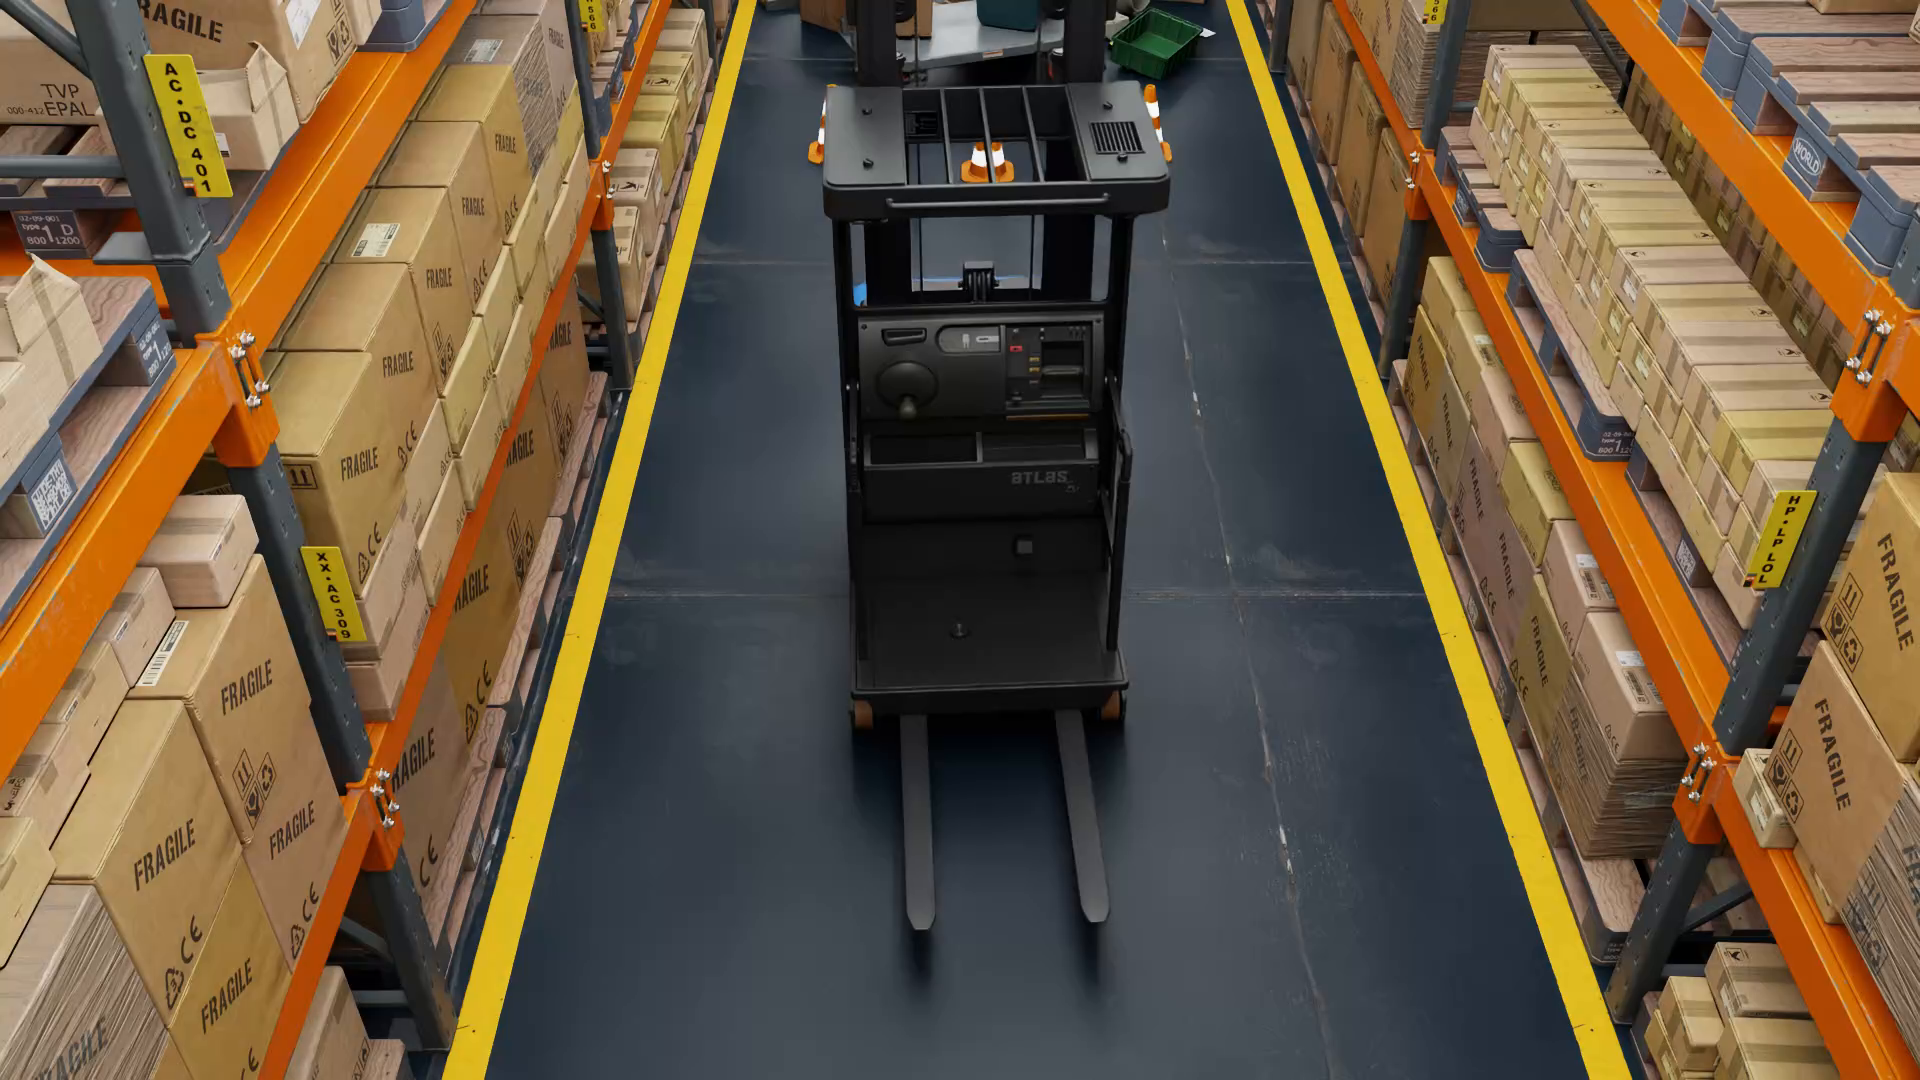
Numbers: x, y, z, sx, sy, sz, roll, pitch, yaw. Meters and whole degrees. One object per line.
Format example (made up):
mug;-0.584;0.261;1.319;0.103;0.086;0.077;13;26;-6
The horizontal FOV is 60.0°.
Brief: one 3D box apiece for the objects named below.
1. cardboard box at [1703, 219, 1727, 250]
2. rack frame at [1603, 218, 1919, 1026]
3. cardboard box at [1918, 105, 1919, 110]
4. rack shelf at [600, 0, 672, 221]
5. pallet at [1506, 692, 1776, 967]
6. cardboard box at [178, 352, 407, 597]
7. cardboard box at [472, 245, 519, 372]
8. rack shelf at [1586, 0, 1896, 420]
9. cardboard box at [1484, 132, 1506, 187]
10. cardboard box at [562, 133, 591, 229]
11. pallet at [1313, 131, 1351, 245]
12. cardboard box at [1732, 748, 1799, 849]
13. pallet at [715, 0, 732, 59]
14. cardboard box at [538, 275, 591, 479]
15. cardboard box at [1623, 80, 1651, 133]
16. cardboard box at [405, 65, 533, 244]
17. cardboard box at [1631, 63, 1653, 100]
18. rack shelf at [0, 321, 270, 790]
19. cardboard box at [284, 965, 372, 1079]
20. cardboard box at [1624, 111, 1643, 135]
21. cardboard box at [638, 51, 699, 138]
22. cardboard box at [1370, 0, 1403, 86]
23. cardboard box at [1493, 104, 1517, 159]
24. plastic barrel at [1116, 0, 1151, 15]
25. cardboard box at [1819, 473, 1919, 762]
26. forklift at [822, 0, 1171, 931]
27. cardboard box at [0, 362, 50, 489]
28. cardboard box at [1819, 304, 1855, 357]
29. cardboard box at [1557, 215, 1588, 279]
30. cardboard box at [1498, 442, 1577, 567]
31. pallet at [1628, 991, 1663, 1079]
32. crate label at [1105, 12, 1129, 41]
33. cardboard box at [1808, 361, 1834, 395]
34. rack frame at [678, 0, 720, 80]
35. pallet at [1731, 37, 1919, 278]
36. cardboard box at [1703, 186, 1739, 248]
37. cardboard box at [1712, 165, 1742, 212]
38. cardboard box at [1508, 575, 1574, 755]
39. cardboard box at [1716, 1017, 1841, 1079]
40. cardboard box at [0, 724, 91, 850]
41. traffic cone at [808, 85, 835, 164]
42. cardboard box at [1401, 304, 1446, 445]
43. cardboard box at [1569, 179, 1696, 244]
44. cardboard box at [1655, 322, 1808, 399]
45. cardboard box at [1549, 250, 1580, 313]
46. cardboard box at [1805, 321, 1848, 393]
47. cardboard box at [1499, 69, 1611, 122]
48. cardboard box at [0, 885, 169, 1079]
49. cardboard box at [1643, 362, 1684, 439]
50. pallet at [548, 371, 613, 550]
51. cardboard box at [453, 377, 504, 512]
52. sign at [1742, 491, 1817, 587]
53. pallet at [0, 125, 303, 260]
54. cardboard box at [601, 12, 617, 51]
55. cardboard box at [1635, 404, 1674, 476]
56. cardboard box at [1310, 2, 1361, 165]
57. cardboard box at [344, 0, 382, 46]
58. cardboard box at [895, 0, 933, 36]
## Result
cardboard box;3.187;-1.169;6.675;0.380;0.149;0.250;-2;39;-2
rack frame;2.734;0.450;4.790;1.000;3.000;0.127;0;39;0
cardboard box;2.843;-1.161;3.986;0.700;0.500;0.500;0;39;0
rack shelf;-2.223;-2.955;9.614;1.077;0.370;4.000;0;39;0
pallet;2.732;1.051;6.270;1.003;0.211;1.213;0;39;0
cardboard box;-1.929;-0.188;4.707;0.500;0.500;0.500;0;39;0
cardboard box;-1.940;-0.853;6.137;0.500;0.250;0.500;-1;39;-1
rack shelf;2.732;-1.691;5.638;1.077;0.370;4.000;0;39;0
cardboard box;2.528;-1.670;7.300;0.380;0.149;0.250;2;39;2
cardboard box;-1.960;-1.611;7.481;0.500;0.250;0.500;-1;39;-2
pallet;2.805;-2.218;10.349;1.003;0.211;1.213;0;39;0
cardboard box;2.407;0.725;4.648;0.380;0.149;0.250;1;39;2
pallet;-2.261;-3.818;12.346;1.003;0.211;1.213;0;39;0
cardboard box;-2.303;-0.888;7.823;0.875;0.875;0.875;0;39;0
cardboard box;3.185;-1.925;7.381;0.380;0.149;0.250;1;39;1
cardboard box;-1.956;-1.460;6.293;0.500;0.500;0.500;0;39;0
cardboard box;3.188;-2.044;7.291;0.380;0.149;0.250;-1;39;-2
rack shelf;-2.214;0.877;2.433;1.077;0.370;4.000;0;39;0
cardboard box;-2.323;1.745;4.887;0.875;0.438;0.875;-1;39;-1
cardboard box;3.189;-1.810;7.474;0.380;0.149;0.250;1;39;1
cardboard box;-2.218;-2.847;10.670;0.950;0.372;0.625;2;39;3
cardboard box;2.461;-2.684;8.621;0.500;0.500;0.500;0;39;0
cardboard box;2.531;-1.762;7.177;0.380;0.149;0.250;2;39;2
plastic barrel;1.189;-4.256;12.723;0.512;0.421;0.421;28;46;30
cardboard box;2.491;0.187;4.001;0.500;0.500;0.500;1;39;1
forklift;0.095;-0.584;6.136;1.130;2.935;3.031;-2;39;-2
cardboard box;-1.895;-0.195;2.981;0.380;0.149;0.250;1;39;1
cardboard box;3.191;-0.746;5.672;0.380;0.149;0.250;0;39;0
cardboard box;2.532;-1.126;6.384;0.380;0.149;0.250;0;39;0
cardboard box;2.478;-0.149;6.601;0.500;0.250;0.500;-2;39;-2
pallet;2.770;1.958;5.138;1.003;0.211;1.213;0;39;0
crate label;1.122;-3.853;12.449;0.298;0.136;0.250;-28;46;-30
cardboard box;3.191;-0.509;5.851;0.380;0.149;0.250;-2;39;-2
rack frame;-2.225;-4.487;10.950;1.000;3.000;0.127;0;39;0
pallet;2.840;-1.034;4.393;1.213;0.211;1.003;0;39;0
cardboard box;3.188;-1.282;6.578;0.380;0.149;0.250;0;39;0
cardboard box;3.185;-1.405;6.494;0.380;0.149;0.250;0;39;0
cardboard box;2.481;0.478;6.418;0.500;0.500;0.500;-1;39;-1
cardboard box;2.468;1.554;4.881;0.380;0.149;0.250;2;39;2
cardboard box;-1.997;0.506;3.322;0.380;0.149;0.250;0;39;0
traffic cone;-0.824;-2.722;10.777;0.336;0.463;0.334;0;39;0
cardboard box;2.475;-0.798;8.010;0.500;0.500;0.500;-2;39;-2
cardboard box;2.539;-1.239;6.287;0.380;0.149;0.250;1;39;1
cardboard box;2.538;-0.593;5.481;0.380;0.149;0.250;0;39;0
cardboard box;2.531;-1.009;6.475;0.380;0.149;0.250;0;39;1
cardboard box;3.187;-0.634;5.769;0.380;0.149;0.250;1;39;2
cardboard box;2.539;-1.893;7.102;0.380;0.149;0.250;-1;39;-1
cardboard box;-1.937;1.018;3.202;0.500;0.500;0.500;0;39;1
cardboard box;2.532;-0.472;5.568;0.380;0.149;0.250;-1;39;-2
pallet;-2.295;-0.404;8.085;1.003;0.211;1.213;0;39;0
cardboard box;-1.939;-0.345;5.901;0.500;0.250;0.500;0;39;0
sign;2.179;0.000;4.425;0.100;0.325;0.005;0;39;0
pallet;-2.266;-1.153;4.544;0.805;0.209;1.217;-1;39;-2
cardboard box;-1.956;-2.602;8.464;0.380;0.149;0.250;-2;39;-3
cardboard box;2.536;-0.340;5.640;0.380;0.149;0.250;-2;39;-2
cardboard box;2.813;-2.848;10.368;1.050;0.750;0.750;0;39;0
cardboard box;-1.868;-1.518;4.699;0.380;0.166;0.250;-3;39;-3
cardboard box;-0.445;-3.827;11.520;0.500;0.500;0.500;0;39;0
